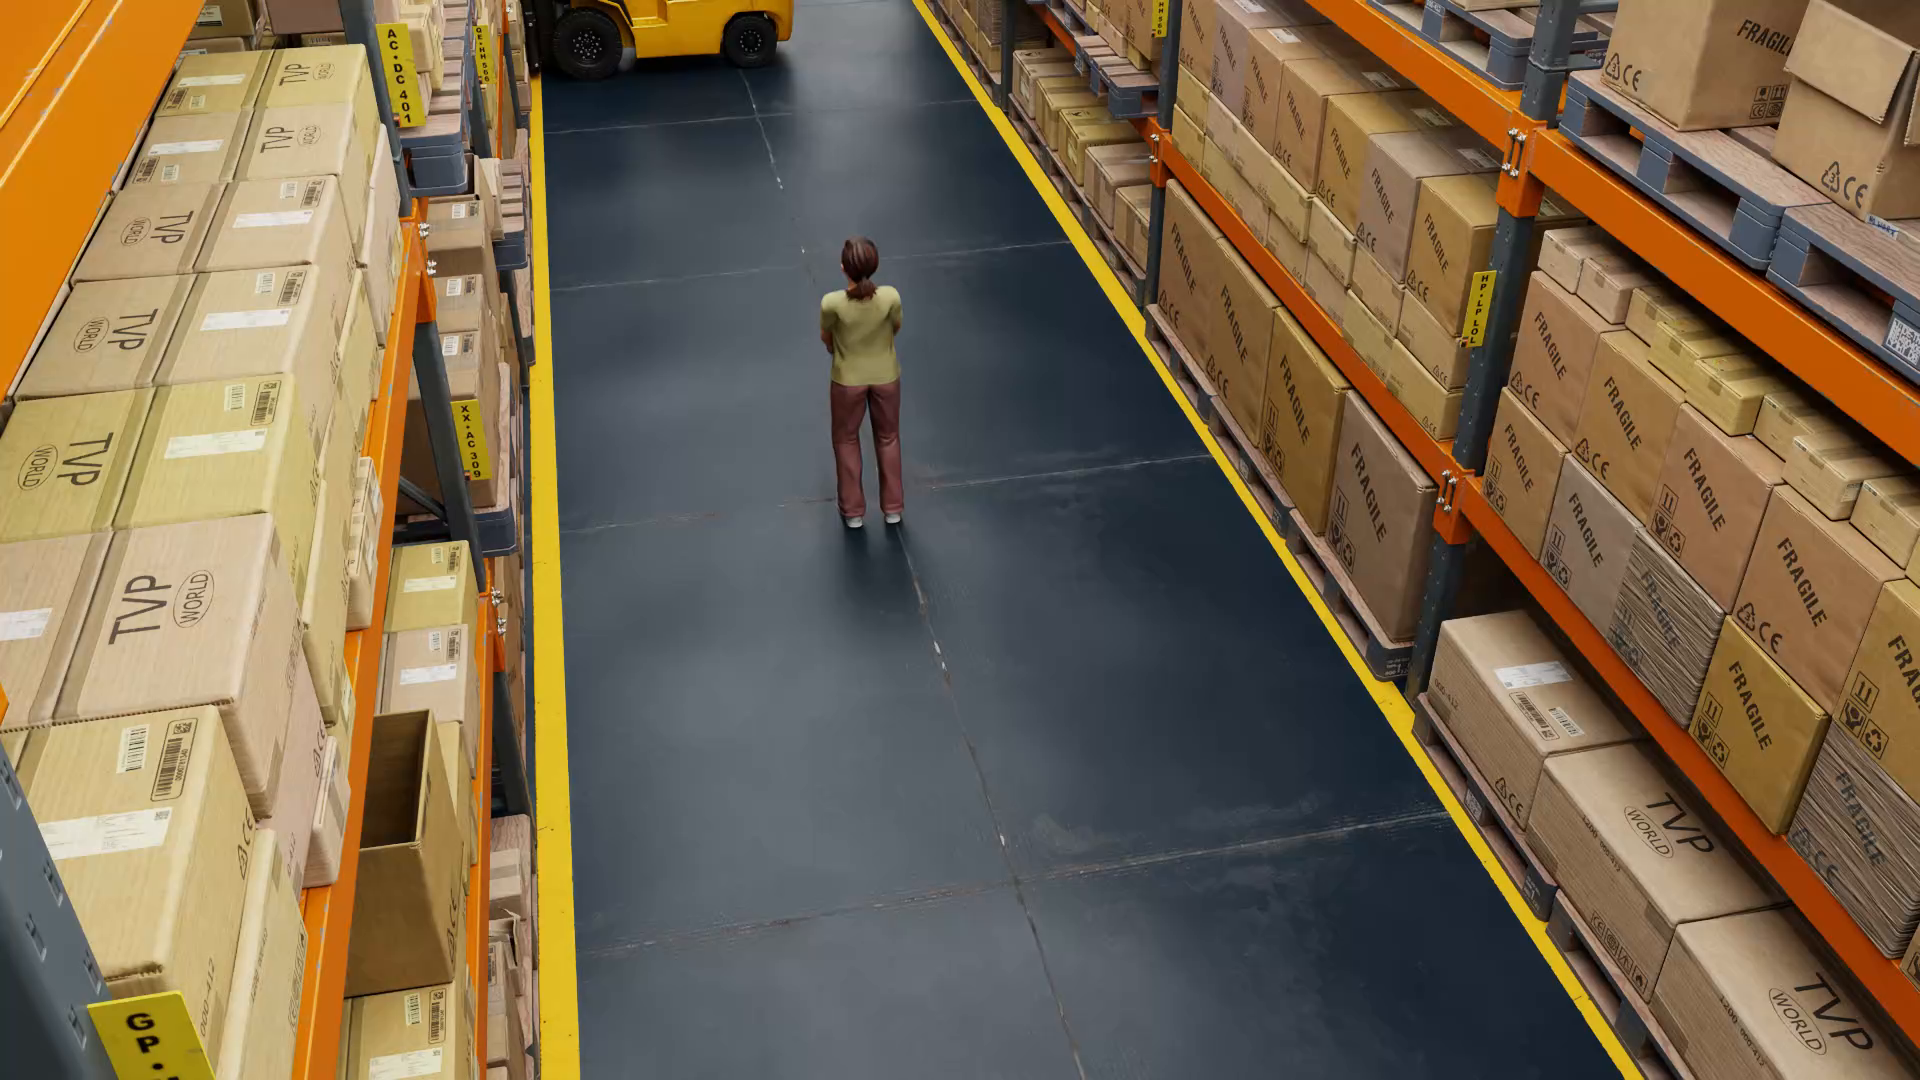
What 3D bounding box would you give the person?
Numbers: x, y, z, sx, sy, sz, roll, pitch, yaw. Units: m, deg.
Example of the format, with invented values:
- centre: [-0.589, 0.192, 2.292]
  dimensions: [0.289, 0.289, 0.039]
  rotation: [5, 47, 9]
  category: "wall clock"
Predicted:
- centre: [-0.508, -0.851, 8.606]
  dimensions: [0.426, 1.662, 0.561]
  rotation: [-7, 35, -10]
  category: "person"
